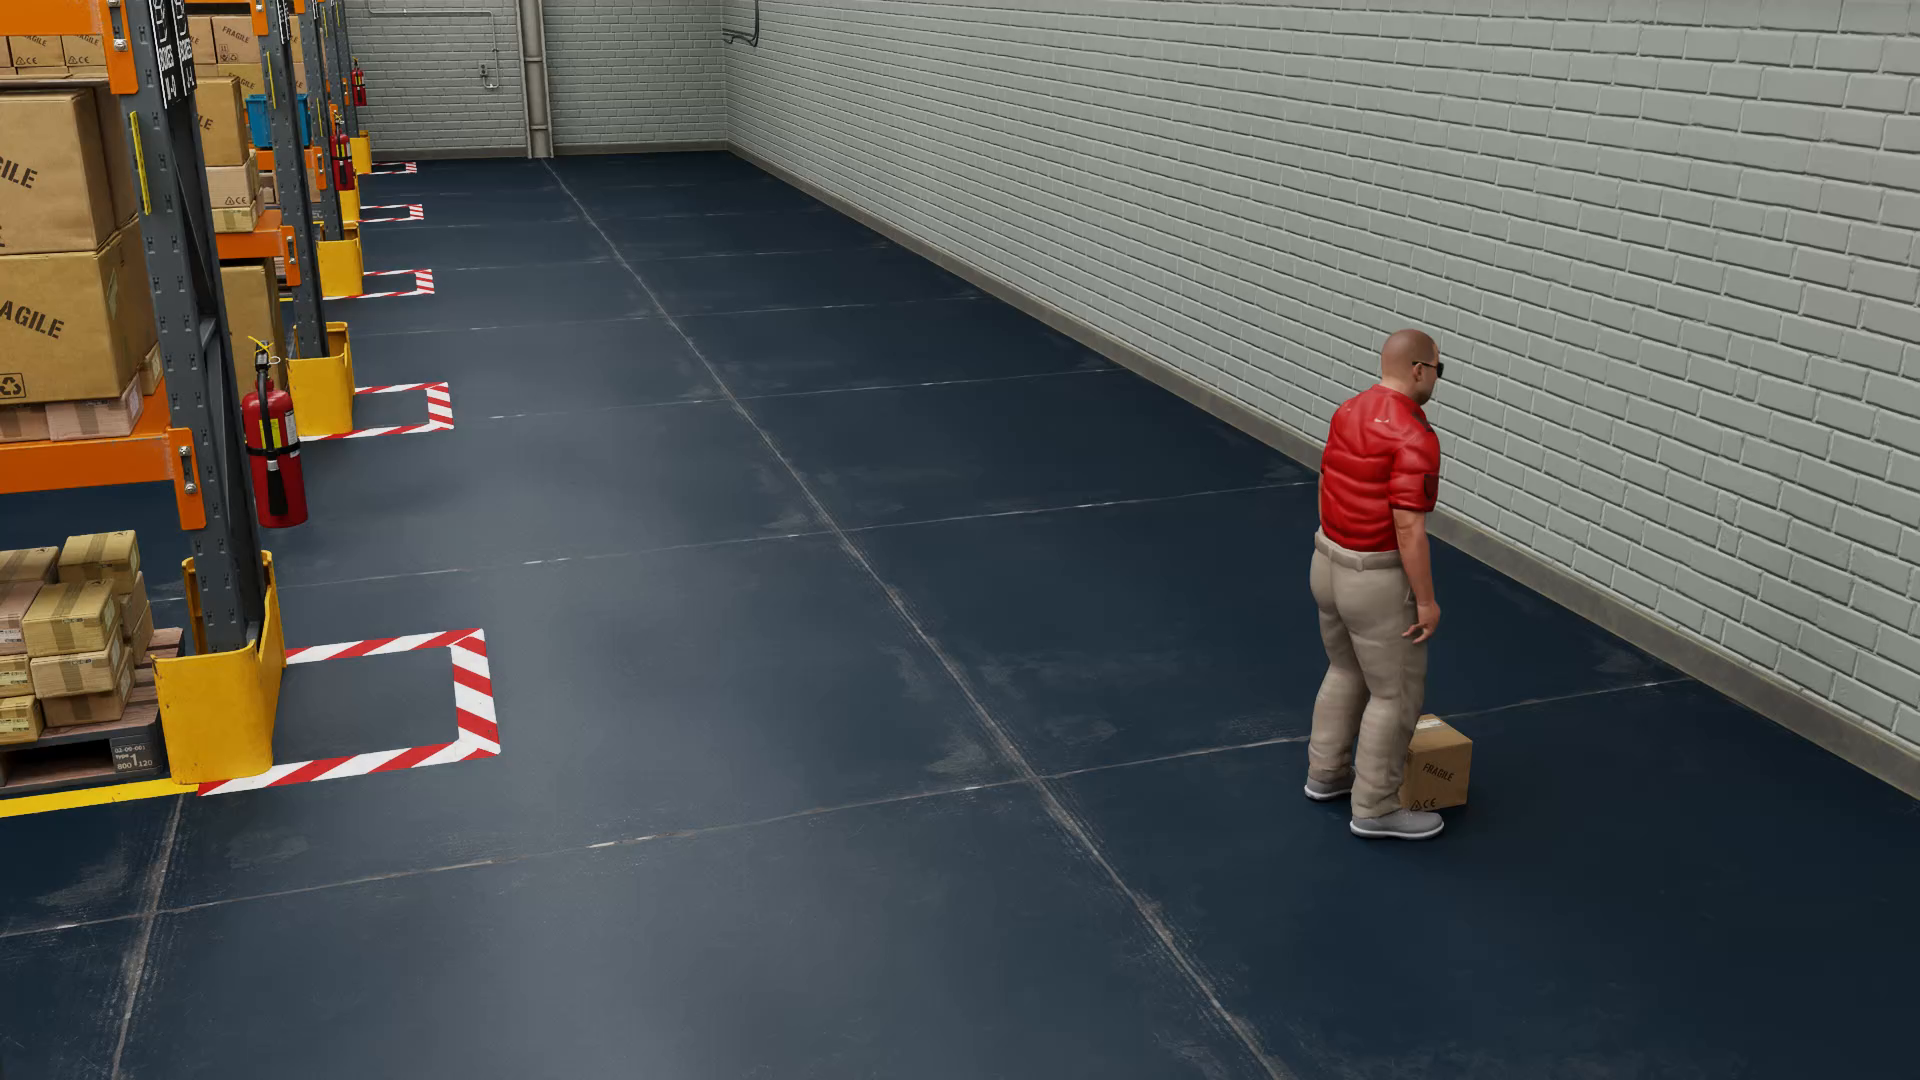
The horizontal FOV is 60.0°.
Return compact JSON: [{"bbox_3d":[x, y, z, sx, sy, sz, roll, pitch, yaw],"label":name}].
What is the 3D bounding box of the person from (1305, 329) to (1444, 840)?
[{"bbox_3d":[1.422,0.140,5.682,0.388,1.726,0.590,-6,20,-18],"label":"person"}]
